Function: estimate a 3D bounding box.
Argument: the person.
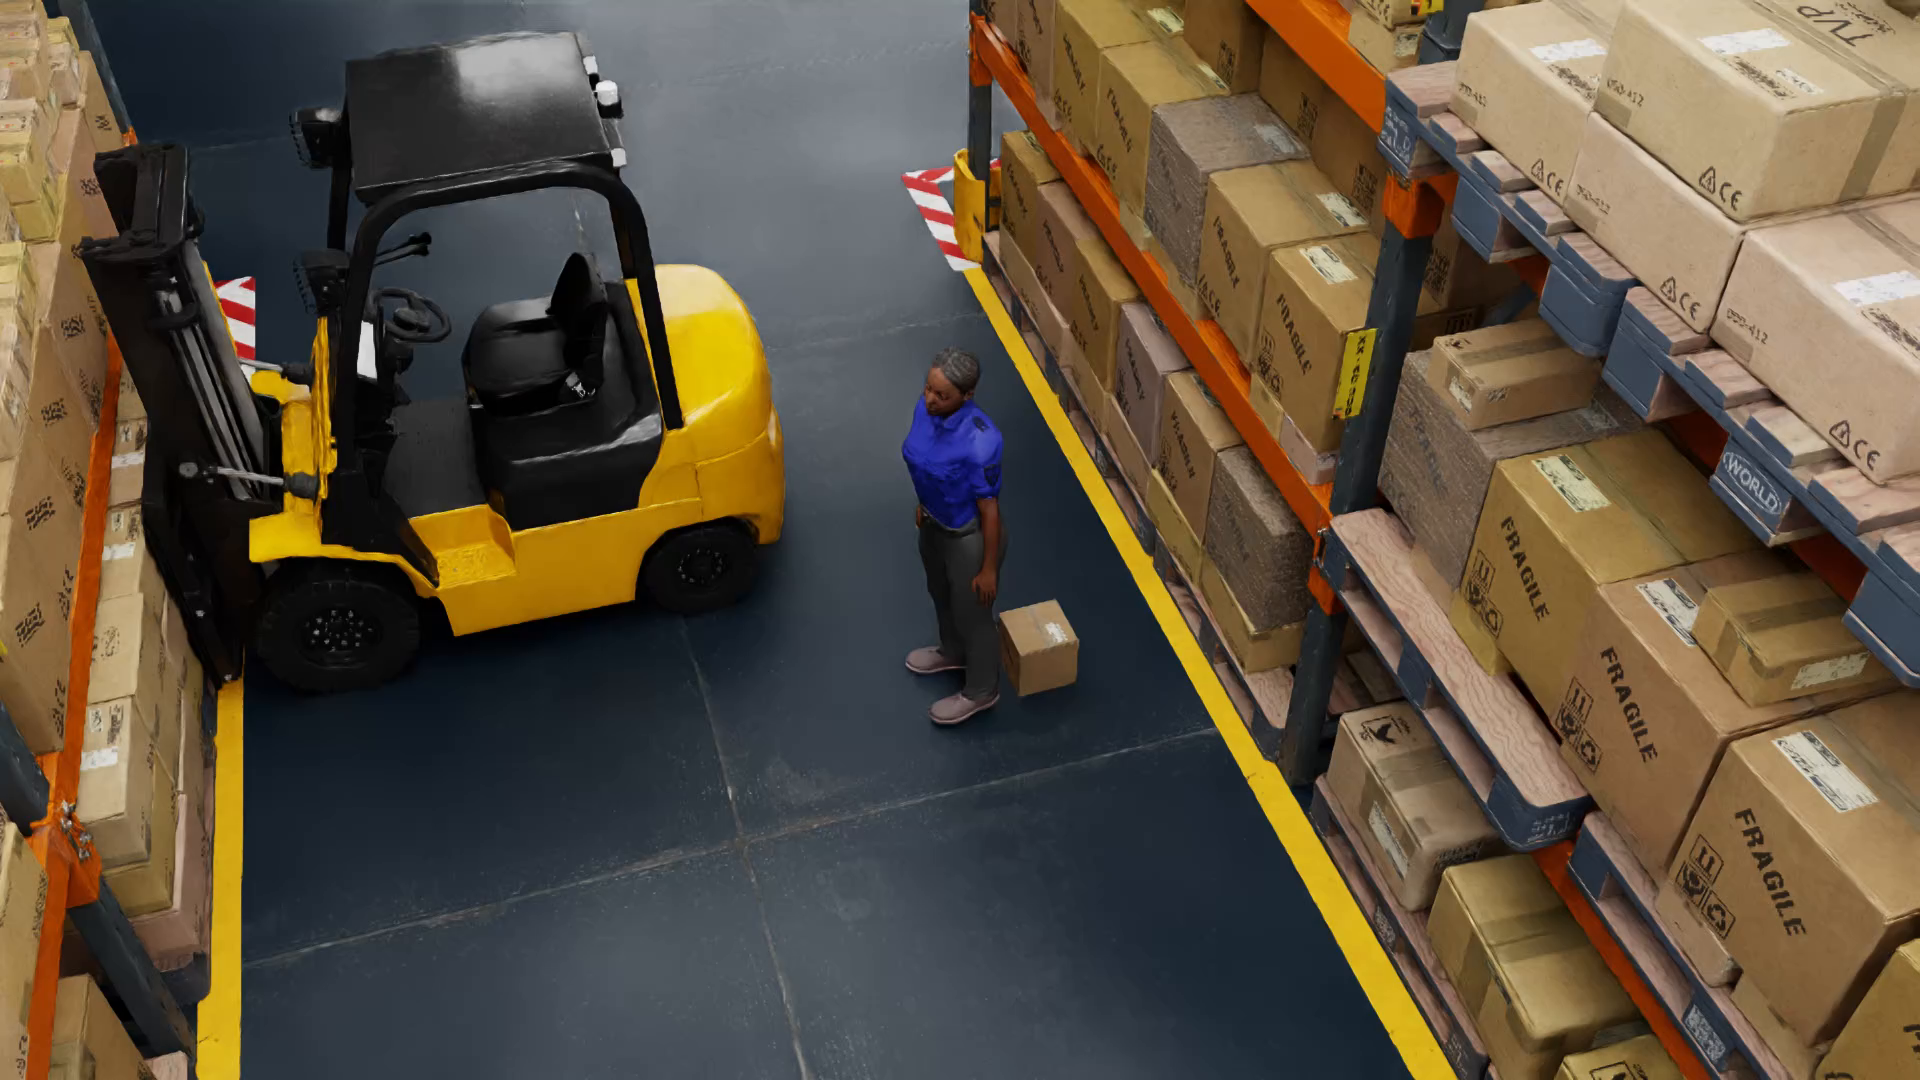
[{"bbox_3d":[-0.030,-0.013,6.147,0.345,1.668,0.558,-24,48,-24],"label":"person"}]
